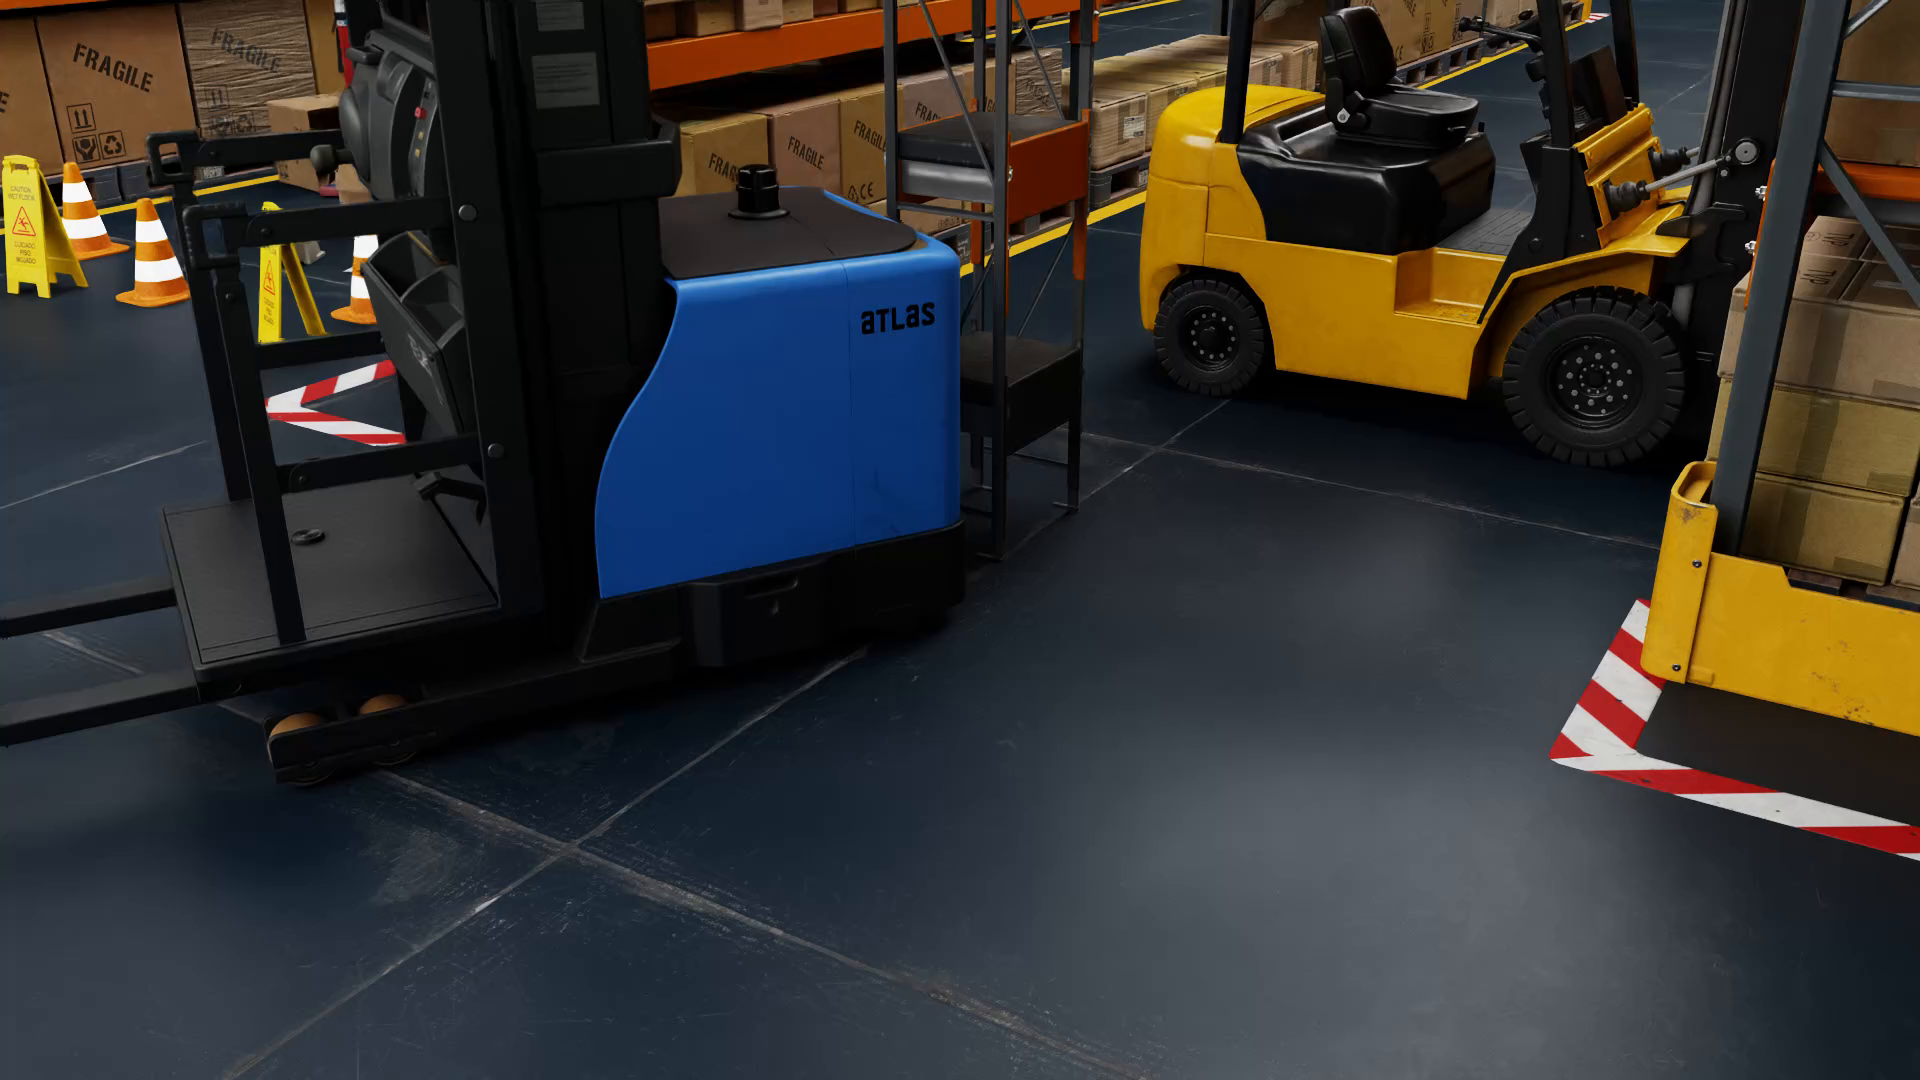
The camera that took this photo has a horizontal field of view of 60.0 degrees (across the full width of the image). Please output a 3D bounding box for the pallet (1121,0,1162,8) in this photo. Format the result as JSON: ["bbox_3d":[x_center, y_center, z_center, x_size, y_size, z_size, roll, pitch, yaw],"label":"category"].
[{"bbox_3d":[1.866,-6.839,20.781,1.003,0.211,1.213,14,27,29],"label":"pallet"}]

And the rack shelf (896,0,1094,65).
[{"bbox_3d":[0.087,-1.649,4.689,0.431,0.518,0.480,14,27,29],"label":"rack shelf"}]

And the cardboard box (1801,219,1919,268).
[{"bbox_3d":[2.645,-0.753,4.887,0.500,0.250,0.500,14,27,30],"label":"cardboard box"}]

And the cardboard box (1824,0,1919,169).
[{"bbox_3d":[2.439,-1.235,4.202,0.500,0.500,0.500,13,27,28],"label":"cardboard box"}]

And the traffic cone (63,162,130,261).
[{"bbox_3d":[-4.589,-1.728,8.659,0.336,0.463,0.334,14,27,29],"label":"traffic cone"}]

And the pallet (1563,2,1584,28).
[{"bbox_3d":[6.268,-5.842,18.478,1.003,0.211,1.213,14,27,29],"label":"pallet"}]

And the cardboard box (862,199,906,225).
[{"bbox_3d":[-0.603,-1.510,7.895,0.500,0.250,0.500,16,28,32],"label":"cardboard box"}]

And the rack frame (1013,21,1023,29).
[{"bbox_3d":[0.255,-7.061,17.784,1.000,3.000,0.127,14,27,29],"label":"rack frame"}]

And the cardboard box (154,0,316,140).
[{"bbox_3d":[-4.829,-3.076,10.725,0.875,0.875,0.875,14,27,29],"label":"cardboard box"}]

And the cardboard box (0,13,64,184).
[{"bbox_3d":[-5.774,-2.471,9.328,0.875,0.875,0.875,14,27,29],"label":"cardboard box"}]

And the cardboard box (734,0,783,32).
[{"bbox_3d":[-0.959,-2.200,6.873,0.380,0.149,0.250,14,27,30],"label":"cardboard box"}]

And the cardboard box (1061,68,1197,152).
[{"bbox_3d":[0.944,-2.765,10.641,0.950,0.372,0.625,16,28,32],"label":"cardboard box"}]

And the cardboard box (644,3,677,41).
[{"bbox_3d":[-1.340,-2.052,6.530,0.380,0.149,0.250,14,27,30],"label":"cardboard box"}]

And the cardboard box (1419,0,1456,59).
[{"bbox_3d":[3.784,-4.743,14.576,0.875,0.875,0.875,15,27,30],"label":"cardboard box"}]

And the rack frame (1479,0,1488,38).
[{"bbox_3d":[4.513,-6.058,15.467,1.000,3.000,0.127,14,27,29],"label":"rack frame"}]

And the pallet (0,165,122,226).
[{"bbox_3d":[-5.720,-2.017,9.644,1.003,0.211,1.213,14,27,29],"label":"pallet"}]

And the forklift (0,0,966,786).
[{"bbox_3d":[-1.530,-1.007,3.886,3.031,2.935,1.130,-12,26,-26],"label":"forklift"}]

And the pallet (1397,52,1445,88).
[{"bbox_3d":[3.528,-4.088,14.428,1.003,0.211,1.213,14,27,29],"label":"pallet"}]

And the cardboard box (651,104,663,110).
[{"bbox_3d":[-1.615,-1.607,7.176,0.500,0.500,0.500,14,27,29],"label":"cardboard box"}]

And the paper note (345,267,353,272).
[{"bbox_3d":[-3.009,-1.381,8.402,0.148,0.019,0.142,5,24,11],"label":"paper note"}]

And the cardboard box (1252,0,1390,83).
[{"bbox_3d":[2.838,-4.141,13.185,0.875,0.875,0.875,14,27,28],"label":"cardboard box"}]

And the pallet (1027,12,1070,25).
[{"bbox_3d":[0.579,-6.015,18.879,1.003,0.211,1.213,14,27,29],"label":"pallet"}]

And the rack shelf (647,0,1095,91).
[{"bbox_3d":[-0.762,-2.352,7.814,1.077,0.370,4.000,14,27,29],"label":"rack shelf"}]

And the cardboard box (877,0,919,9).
[{"bbox_3d":[-0.416,-2.552,7.685,0.380,0.149,0.250,14,27,29],"label":"cardboard box"}]

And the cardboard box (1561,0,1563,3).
[{"bbox_3d":[5.885,-5.870,17.731,0.875,0.438,0.875,15,27,30],"label":"cardboard box"}]

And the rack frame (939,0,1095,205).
[{"bbox_3d":[0.293,-3.357,9.230,1.000,3.000,0.127,14,27,29],"label":"rack frame"}]

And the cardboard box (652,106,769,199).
[{"bbox_3d":[-1.144,-1.505,6.939,0.500,0.500,0.500,13,27,27],"label":"cardboard box"}]

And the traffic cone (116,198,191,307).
[{"bbox_3d":[-3.808,-1.377,7.847,0.336,0.463,0.334,14,27,29],"label":"traffic cone"}]

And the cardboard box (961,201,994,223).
[{"bbox_3d":[-0.062,-1.851,8.682,0.500,0.250,0.500,13,27,28],"label":"cardboard box"}]

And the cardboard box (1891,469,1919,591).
[{"bbox_3d":[2.828,-0.024,4.463,0.500,0.250,0.500,14,27,29],"label":"cardboard box"}]

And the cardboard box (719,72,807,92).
[{"bbox_3d":[-1.071,-1.953,7.975,0.500,0.500,0.500,13,27,28],"label":"cardboard box"}]

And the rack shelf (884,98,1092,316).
[{"bbox_3d":[0.087,-1.007,4.967,0.431,0.518,0.480,14,27,29],"label":"rack shelf"}]

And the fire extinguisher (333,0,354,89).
[{"bbox_3d":[-2.268,-2.030,6.261,0.296,0.674,0.183,14,27,29],"label":"fire extinguisher"}]

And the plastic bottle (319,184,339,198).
[{"bbox_3d":[-3.706,-2.106,10.038,0.283,0.061,0.133,5,24,11],"label":"plastic bottle"}]

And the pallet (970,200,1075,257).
[{"bbox_3d":[-0.031,-1.844,9.243,1.003,0.211,1.213,14,27,29],"label":"pallet"}]

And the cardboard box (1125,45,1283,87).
[{"bbox_3d":[1.715,-3.255,11.772,0.950,0.372,0.625,13,27,28],"label":"cardboard box"}]

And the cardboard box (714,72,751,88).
[{"bbox_3d":[-1.203,-2.216,7.765,0.380,0.149,0.250,15,28,31],"label":"cardboard box"}]

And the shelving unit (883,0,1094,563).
[{"bbox_3d":[0.087,-1.019,4.962,0.431,2.100,0.503,14,27,29],"label":"shelving unit"}]

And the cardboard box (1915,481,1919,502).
[{"bbox_3d":[2.827,-0.244,4.341,0.500,0.250,0.500,14,27,30],"label":"cardboard box"}]

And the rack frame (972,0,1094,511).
[{"bbox_3d":[0.216,-1.102,5.152,0.400,2.100,0.015,14,27,29],"label":"rack frame"}]

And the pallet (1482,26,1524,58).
[{"bbox_3d":[4.981,-5.018,16.576,1.003,0.211,1.213,14,27,29],"label":"pallet"}]

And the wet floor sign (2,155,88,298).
[{"bbox_3d":[-4.408,-1.505,7.915,0.267,0.644,0.232,9,25,20],"label":"wet floor sign"}]

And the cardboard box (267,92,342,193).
[{"bbox_3d":[-3.912,-2.476,10.336,0.500,0.500,0.500,20,30,38],"label":"cardboard box"}]

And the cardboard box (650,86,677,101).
[{"bbox_3d":[-1.479,-2.043,7.366,0.380,0.149,0.250,15,27,30],"label":"cardboard box"}]

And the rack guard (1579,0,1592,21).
[{"bbox_3d":[6.636,-6.269,19.101,1.175,0.500,0.348,14,27,29],"label":"rack guard"}]

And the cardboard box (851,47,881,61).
[{"bbox_3d":[-0.634,-2.584,8.616,0.380,0.149,0.250,15,28,31],"label":"cardboard box"}]

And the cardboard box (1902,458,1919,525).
[{"bbox_3d":[2.652,-0.290,5.077,0.500,0.250,0.500,14,27,29],"label":"cardboard box"}]

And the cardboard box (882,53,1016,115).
[{"bbox_3d":[-0.057,-2.205,8.555,0.500,0.500,0.500,14,27,30],"label":"cardboard box"}]

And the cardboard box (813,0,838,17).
[{"bbox_3d":[-0.762,-2.396,7.326,0.380,0.149,0.250,15,28,31],"label":"cardboard box"}]

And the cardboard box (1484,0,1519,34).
[{"bbox_3d":[4.936,-5.264,16.330,0.875,0.438,0.875,13,27,28],"label":"cardboard box"}]

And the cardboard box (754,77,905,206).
[{"bbox_3d":[-0.600,-1.850,7.736,0.500,0.500,0.500,14,27,30],"label":"cardboard box"}]

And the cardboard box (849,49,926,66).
[{"bbox_3d":[-0.520,-2.307,8.791,0.500,0.500,0.500,15,28,31],"label":"cardboard box"}]
